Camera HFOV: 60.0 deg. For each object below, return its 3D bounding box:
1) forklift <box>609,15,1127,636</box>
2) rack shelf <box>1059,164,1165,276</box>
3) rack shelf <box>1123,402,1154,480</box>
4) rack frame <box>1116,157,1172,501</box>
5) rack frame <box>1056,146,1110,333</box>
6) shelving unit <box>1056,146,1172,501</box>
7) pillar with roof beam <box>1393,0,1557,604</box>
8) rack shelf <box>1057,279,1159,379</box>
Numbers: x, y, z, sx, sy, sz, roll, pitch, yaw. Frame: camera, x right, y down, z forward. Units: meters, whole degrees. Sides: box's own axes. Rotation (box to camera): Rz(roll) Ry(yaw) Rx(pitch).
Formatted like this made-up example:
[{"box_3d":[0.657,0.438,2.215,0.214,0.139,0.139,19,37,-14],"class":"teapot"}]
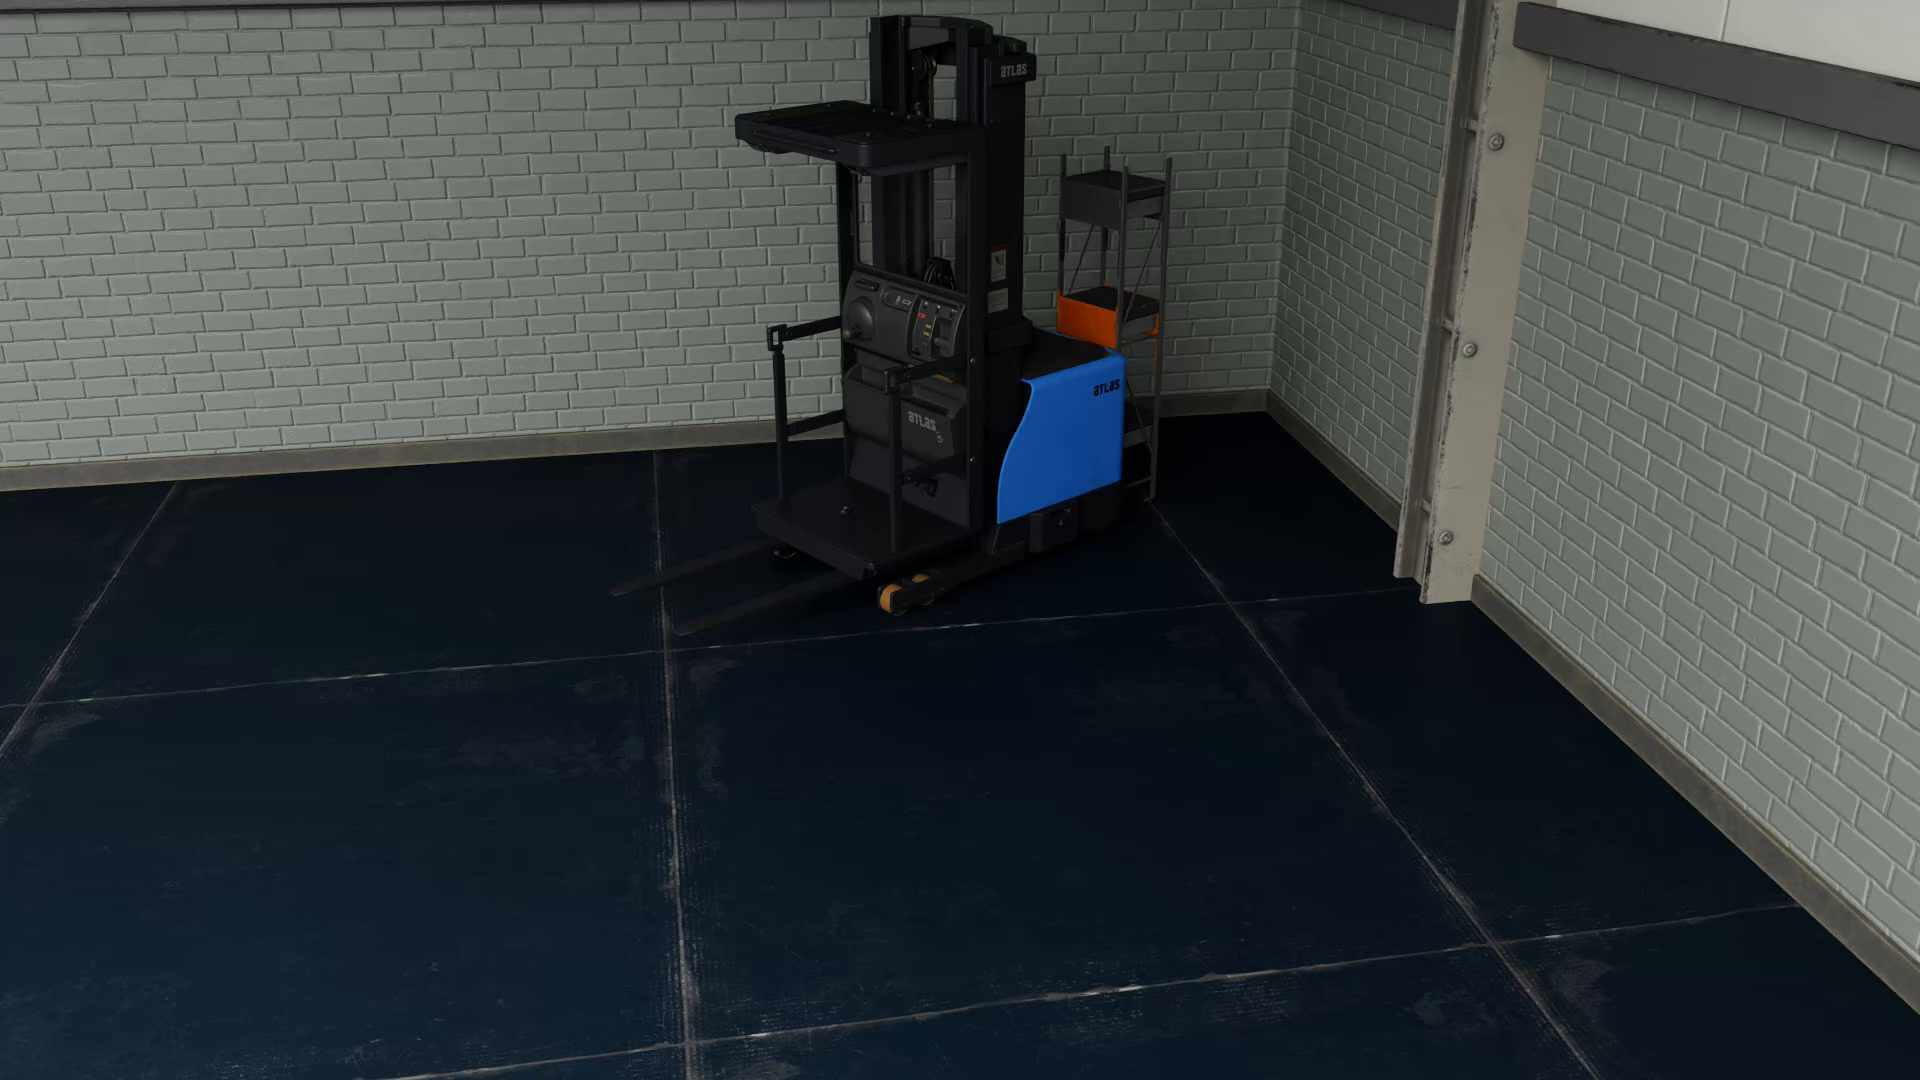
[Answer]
[{"box_3d":[-0.464,-1.177,8.783,3.031,2.935,1.130,-20,30,-38],"class":"forklift"},{"box_3d":[0.898,-1.875,9.705,0.431,0.518,0.480,-20,30,-38],"class":"rack shelf"},{"box_3d":[0.898,-0.592,10.265,0.431,0.518,0.480,-20,30,-38],"class":"rack shelf"},{"box_3d":[1.061,-1.173,9.813,0.400,2.100,0.015,-20,30,-38],"class":"rack frame"},{"box_3d":[0.735,-1.319,10.146,0.400,2.100,0.015,-20,30,-38],"class":"rack frame"},{"box_3d":[0.898,-1.246,9.980,0.431,2.100,0.503,-20,30,-38],"class":"shelving unit"},{"box_3d":[-1.619,-3.550,6.635,9.100,9.000,0.400,-4,24,-10],"class":"pillar with roof beam"},{"box_3d":[0.898,-1.234,9.985,0.431,0.518,0.480,-20,30,-38],"class":"rack shelf"}]
